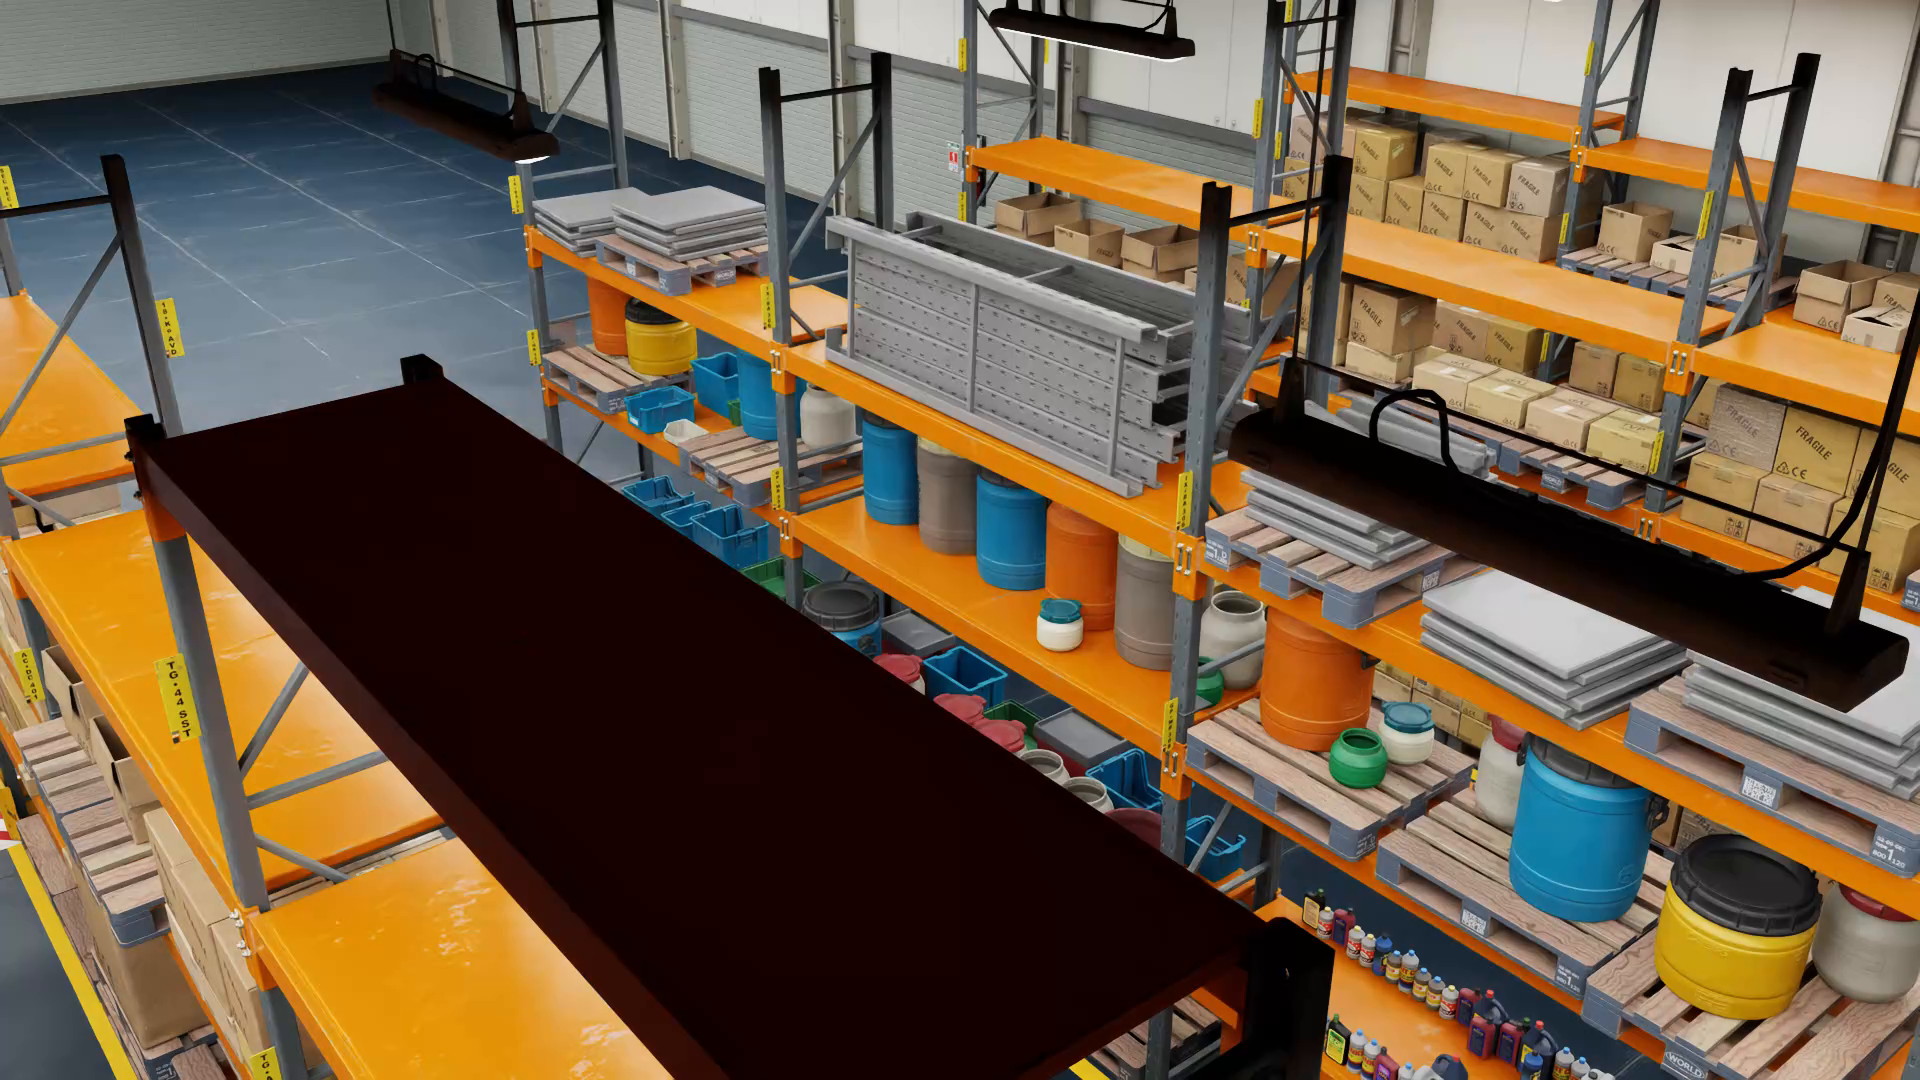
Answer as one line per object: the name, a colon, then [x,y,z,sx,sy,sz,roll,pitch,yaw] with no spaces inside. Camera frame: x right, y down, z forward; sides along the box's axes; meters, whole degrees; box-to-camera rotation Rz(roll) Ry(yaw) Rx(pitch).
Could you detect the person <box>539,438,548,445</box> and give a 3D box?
person: [-4.183,-0.252,16.919,0.902,1.633,0.488,-19,32,-35]
